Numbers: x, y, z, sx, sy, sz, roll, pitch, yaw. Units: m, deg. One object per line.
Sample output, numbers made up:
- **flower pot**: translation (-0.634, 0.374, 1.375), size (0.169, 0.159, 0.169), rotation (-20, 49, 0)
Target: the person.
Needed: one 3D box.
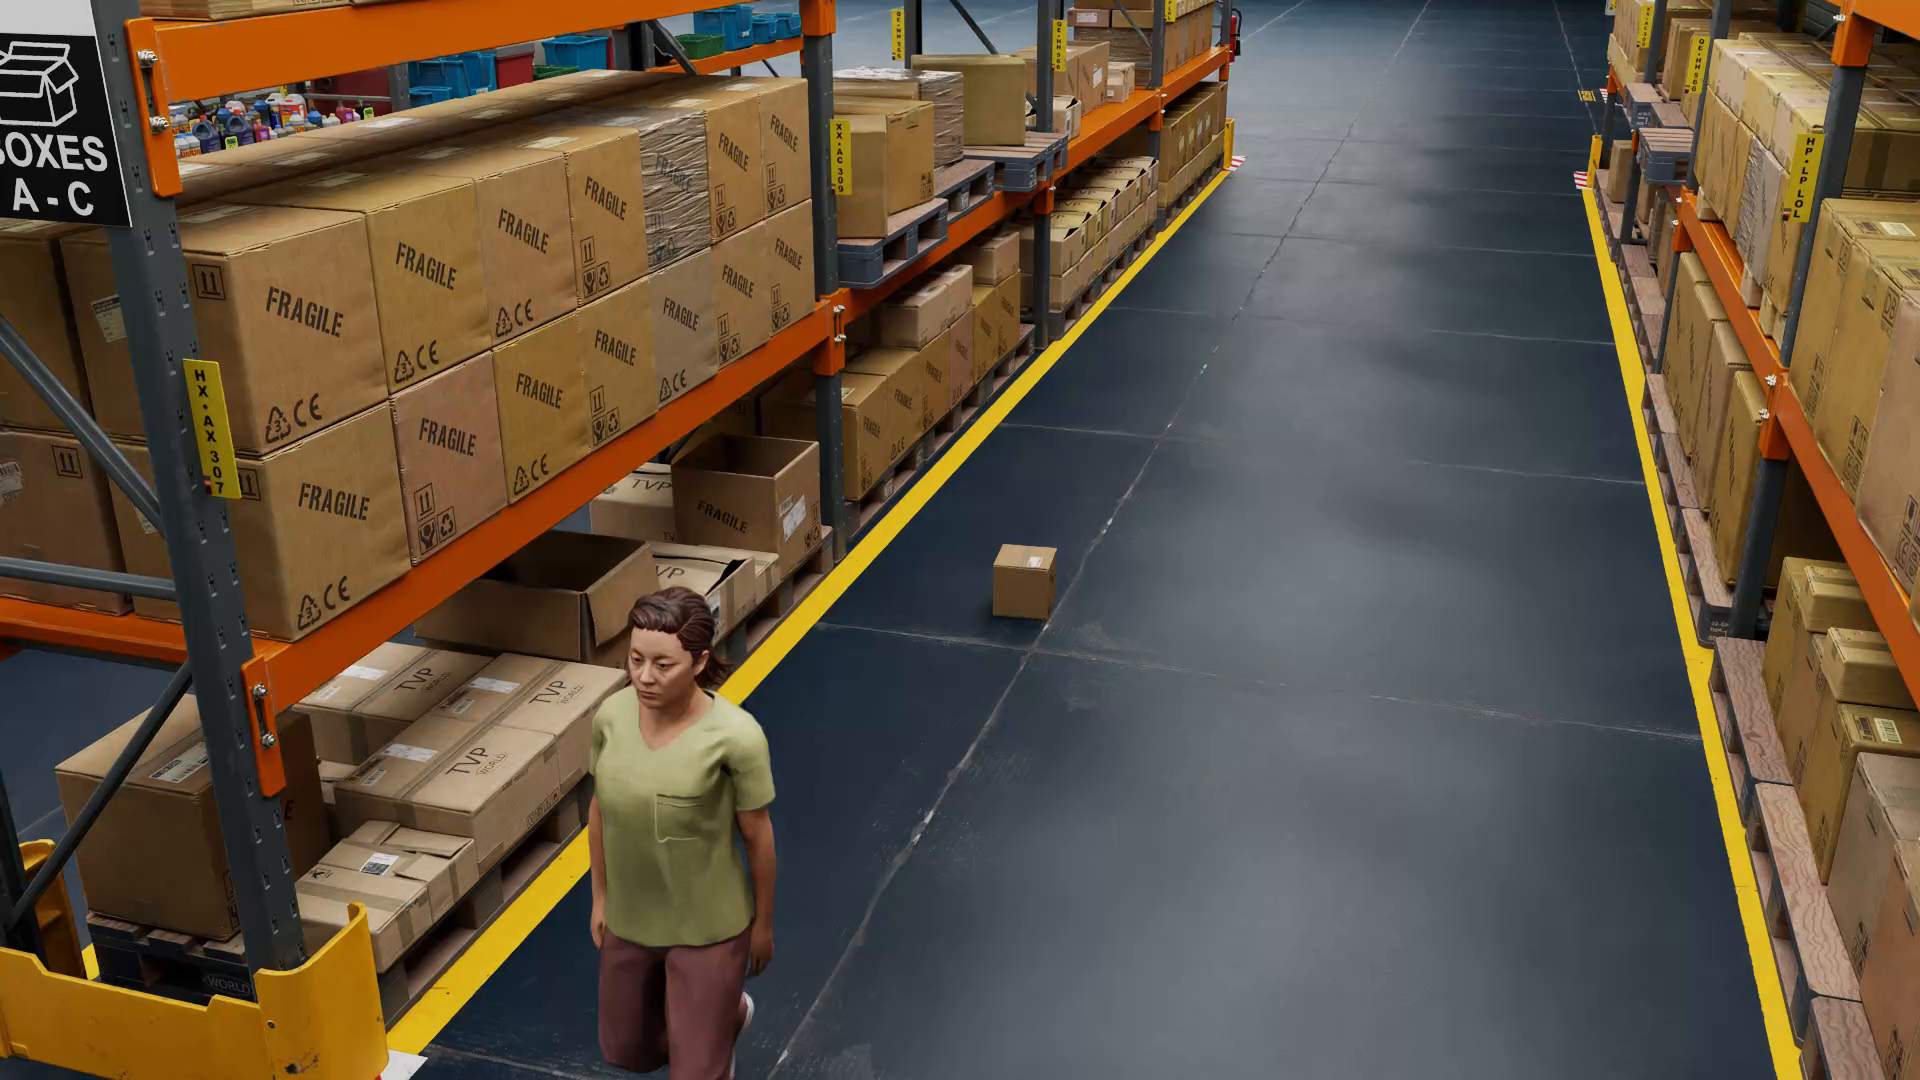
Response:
- **person**: translation (-0.646, 0.867, 3.926), size (0.462, 1.651, 0.754), rotation (8, 23, 18)
